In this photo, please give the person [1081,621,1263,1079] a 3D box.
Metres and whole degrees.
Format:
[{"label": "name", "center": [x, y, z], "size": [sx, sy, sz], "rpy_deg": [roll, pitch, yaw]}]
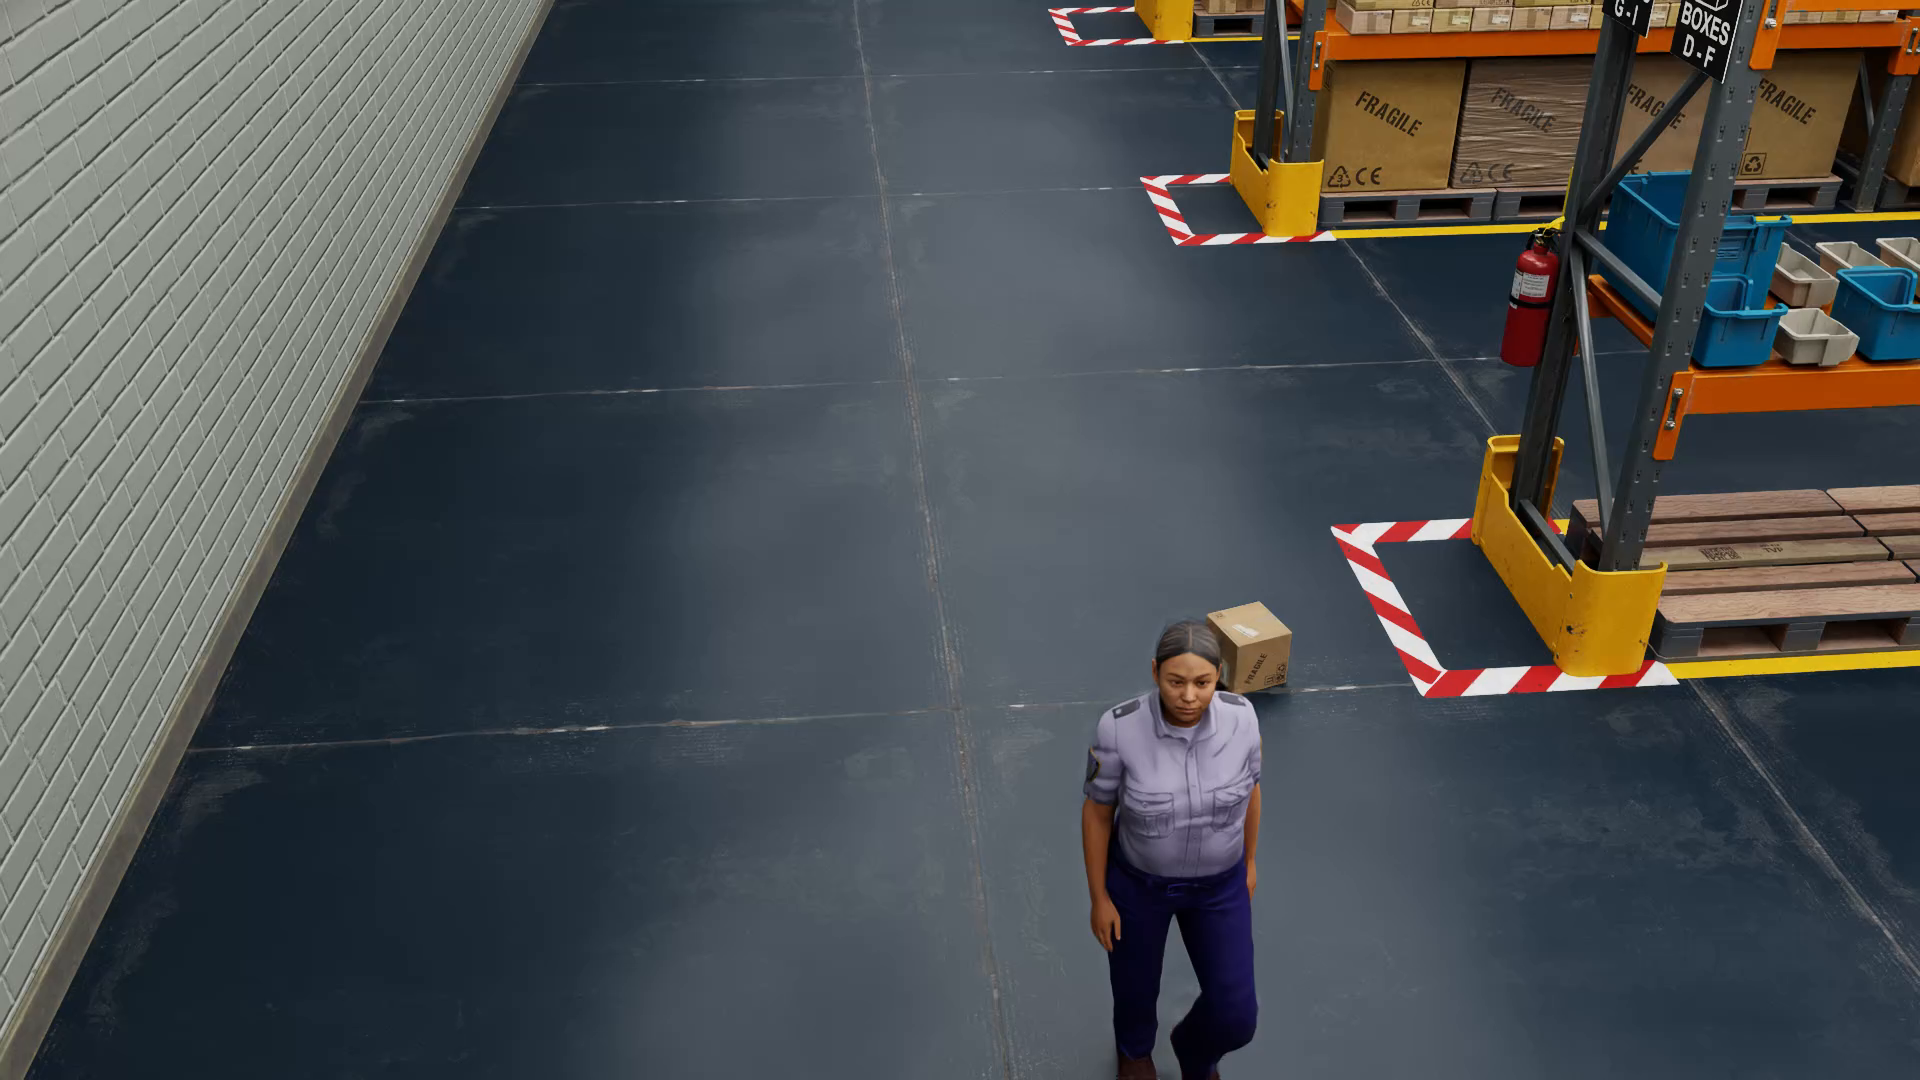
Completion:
[{"label": "person", "center": [0.581, 0.984, 4.539], "size": [0.511, 1.679, 0.470], "rpy_deg": [-2, 31, -3]}]
